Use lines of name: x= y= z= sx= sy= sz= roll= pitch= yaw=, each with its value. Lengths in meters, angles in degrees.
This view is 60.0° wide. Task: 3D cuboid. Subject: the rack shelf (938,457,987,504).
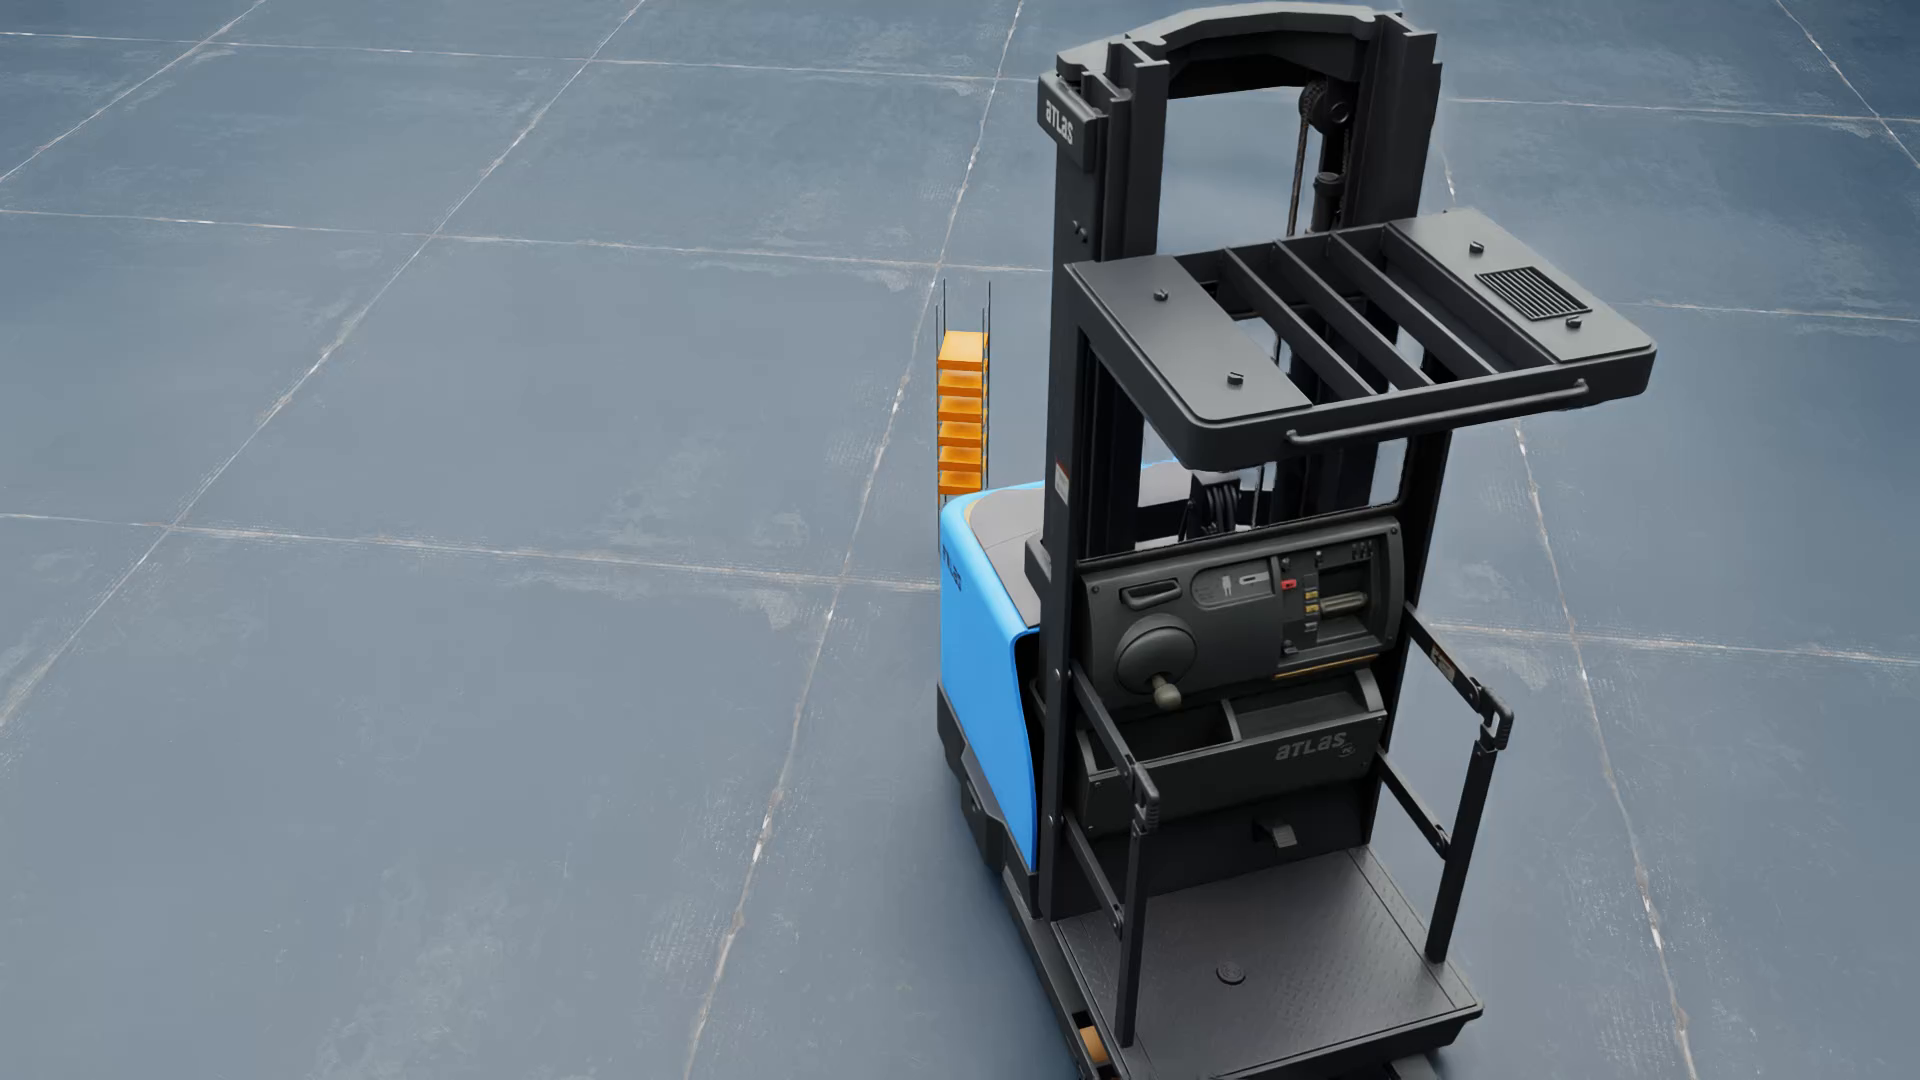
rack shelf: x=0.014 y=-0.256 z=7.065 sx=0.180 sy=0.103 sz=0.258 roll=4 pitch=36 yaw=6

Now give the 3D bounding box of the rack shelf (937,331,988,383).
rack shelf: x=0.014 y=-0.744 z=6.717 sx=0.180 sy=0.103 sz=0.258 roll=4 pitch=36 yaw=6

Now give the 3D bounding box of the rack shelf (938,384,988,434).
rack shelf: x=0.014 y=-0.549 z=6.856 sx=0.180 sy=0.103 sz=0.258 roll=4 pitch=36 yaw=6

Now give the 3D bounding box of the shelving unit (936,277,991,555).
shelving unit: x=0.014 y=-0.487 z=6.900 sx=0.189 sy=1.200 sz=0.258 roll=4 pitch=36 yaw=6

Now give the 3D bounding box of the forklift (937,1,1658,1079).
forklift: x=0.848 y=0.269 z=4.350 sx=1.130 sy=2.935 sz=3.031 roll=-10 pitch=37 yaw=-14

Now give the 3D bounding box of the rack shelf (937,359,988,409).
rack shelf: x=0.014 y=-0.646 z=6.786 sx=0.180 sy=0.103 sz=0.258 roll=4 pitch=36 yaw=6

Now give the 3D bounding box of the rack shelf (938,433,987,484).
rack shelf: x=0.014 y=-0.353 z=6.995 sx=0.180 sy=0.103 sz=0.258 roll=4 pitch=36 yaw=6

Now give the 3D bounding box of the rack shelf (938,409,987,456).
rack shelf: x=0.014 y=-0.451 z=6.926 sx=0.180 sy=0.103 sz=0.258 roll=4 pitch=36 yaw=6

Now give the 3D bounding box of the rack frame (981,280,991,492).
rack frame: x=0.105 y=-0.481 z=6.890 sx=0.006 sy=1.200 sz=0.240 roll=4 pitch=36 yaw=6

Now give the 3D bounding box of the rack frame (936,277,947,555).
rack frame: x=-0.076 y=-0.494 z=6.909 sx=0.006 sy=1.200 sz=0.240 roll=4 pitch=36 yaw=6
